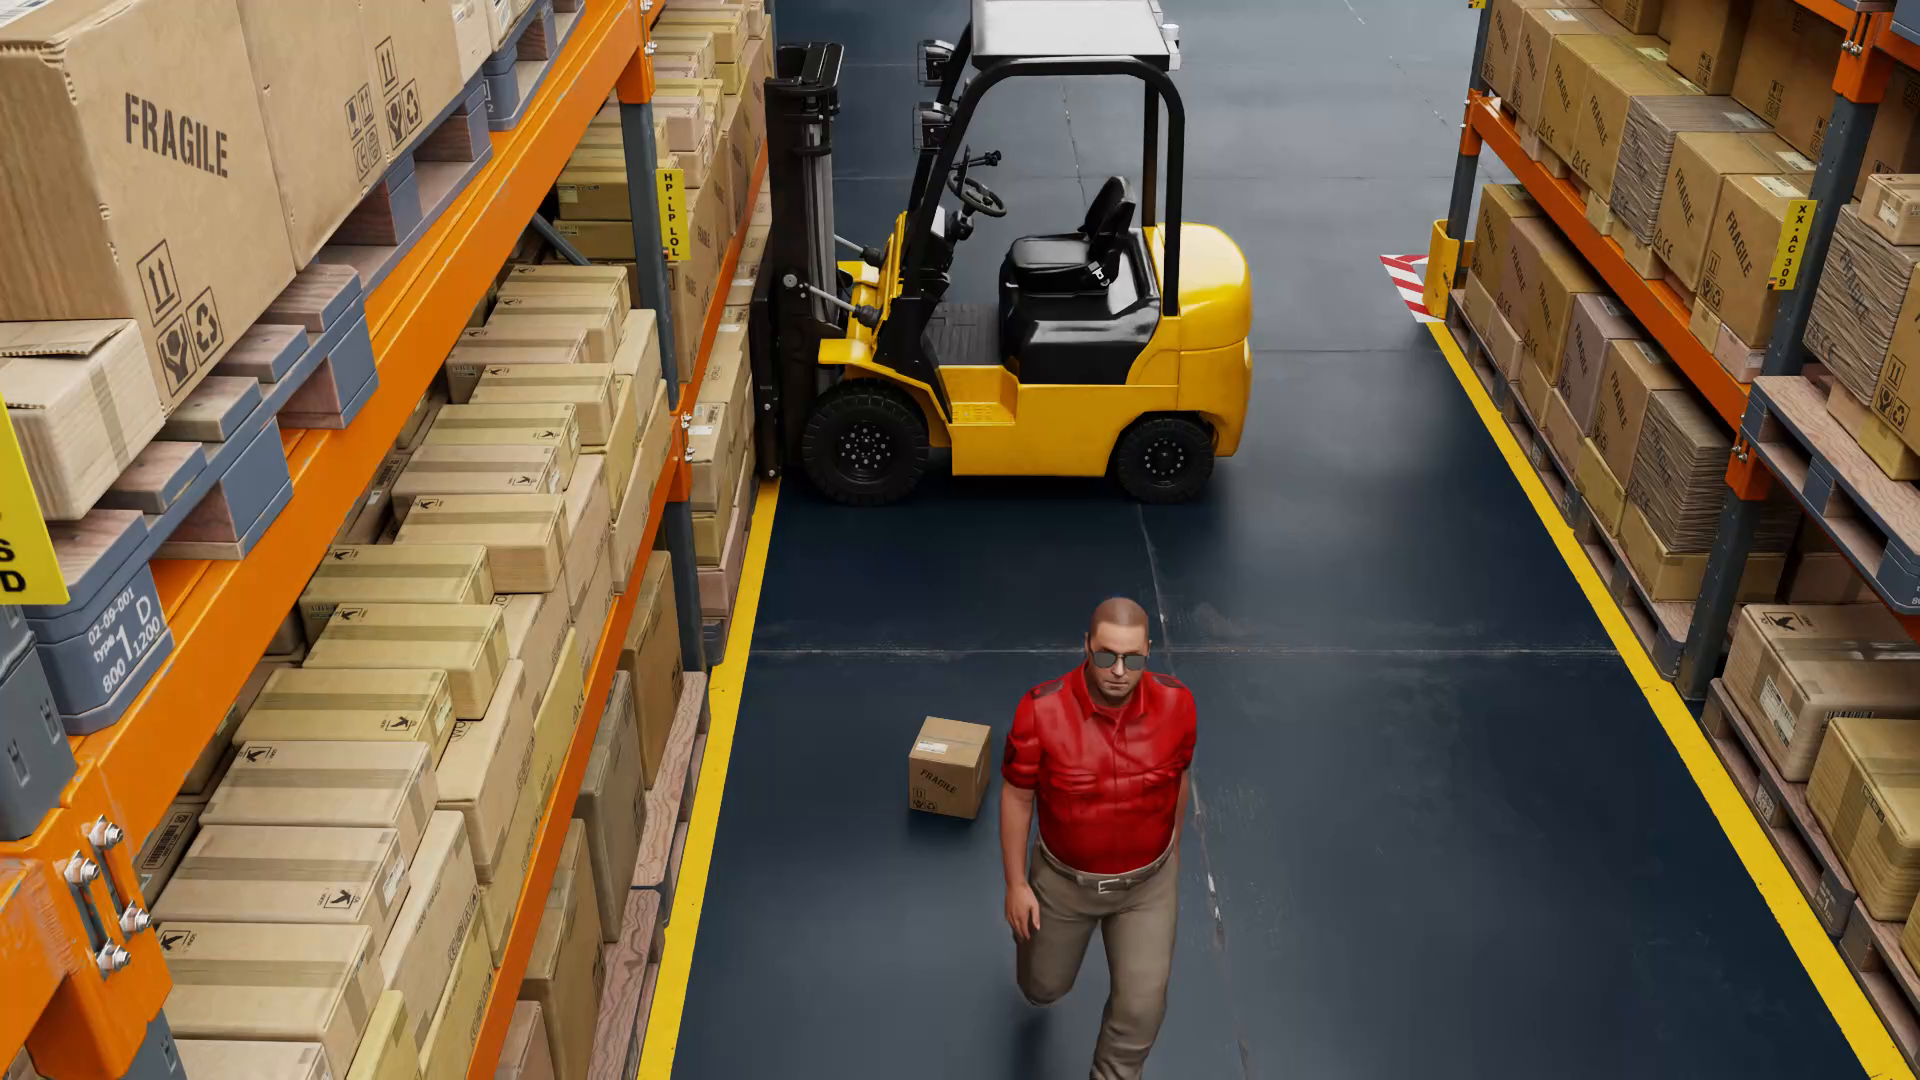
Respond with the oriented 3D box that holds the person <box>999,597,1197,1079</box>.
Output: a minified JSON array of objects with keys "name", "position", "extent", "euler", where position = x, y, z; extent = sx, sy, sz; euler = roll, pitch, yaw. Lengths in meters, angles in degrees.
[{"name":"person","position":[0.375,0.895,4.667],"extent":[0.546,1.685,0.863],"euler":[-3,31,-5]}]
